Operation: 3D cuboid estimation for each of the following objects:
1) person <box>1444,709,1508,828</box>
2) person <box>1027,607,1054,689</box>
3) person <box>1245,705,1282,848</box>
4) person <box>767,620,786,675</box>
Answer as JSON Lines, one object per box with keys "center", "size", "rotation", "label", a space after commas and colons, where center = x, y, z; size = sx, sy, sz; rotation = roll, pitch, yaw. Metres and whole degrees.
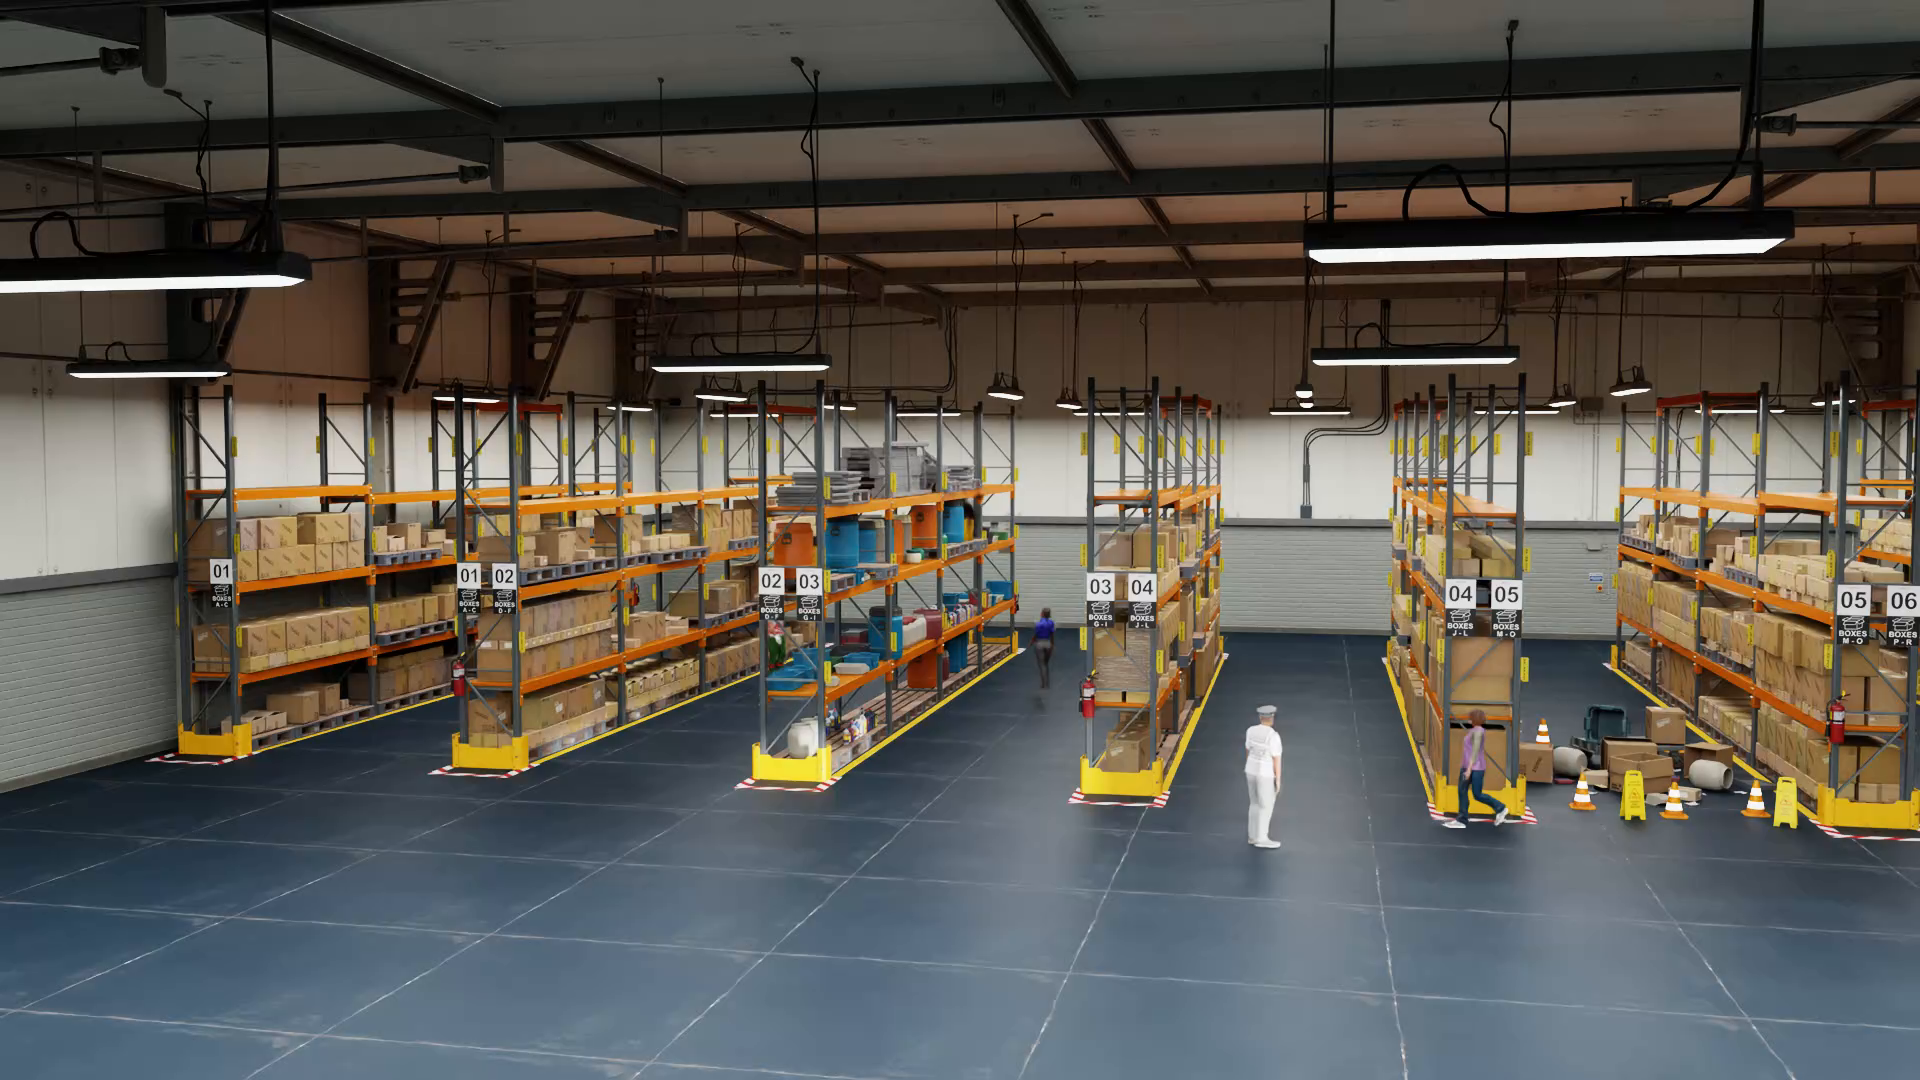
{"center": [6.754, 2.987, 21.740], "size": [0.783, 1.572, 0.386], "rotation": [-1, 3, -10], "label": "person"}
{"center": [1.638, 2.196, 33.270], "size": [0.493, 1.698, 0.580], "rotation": [-2, 4, -28], "label": "person"}
{"center": [3.800, 2.953, 20.779], "size": [0.401, 1.767, 0.555], "rotation": [-2, 4, -34], "label": "person"}
{"center": [-3.789, 2.042, 34.357], "size": [0.591, 1.830, 0.591], "rotation": [2, 4, 31], "label": "person"}
